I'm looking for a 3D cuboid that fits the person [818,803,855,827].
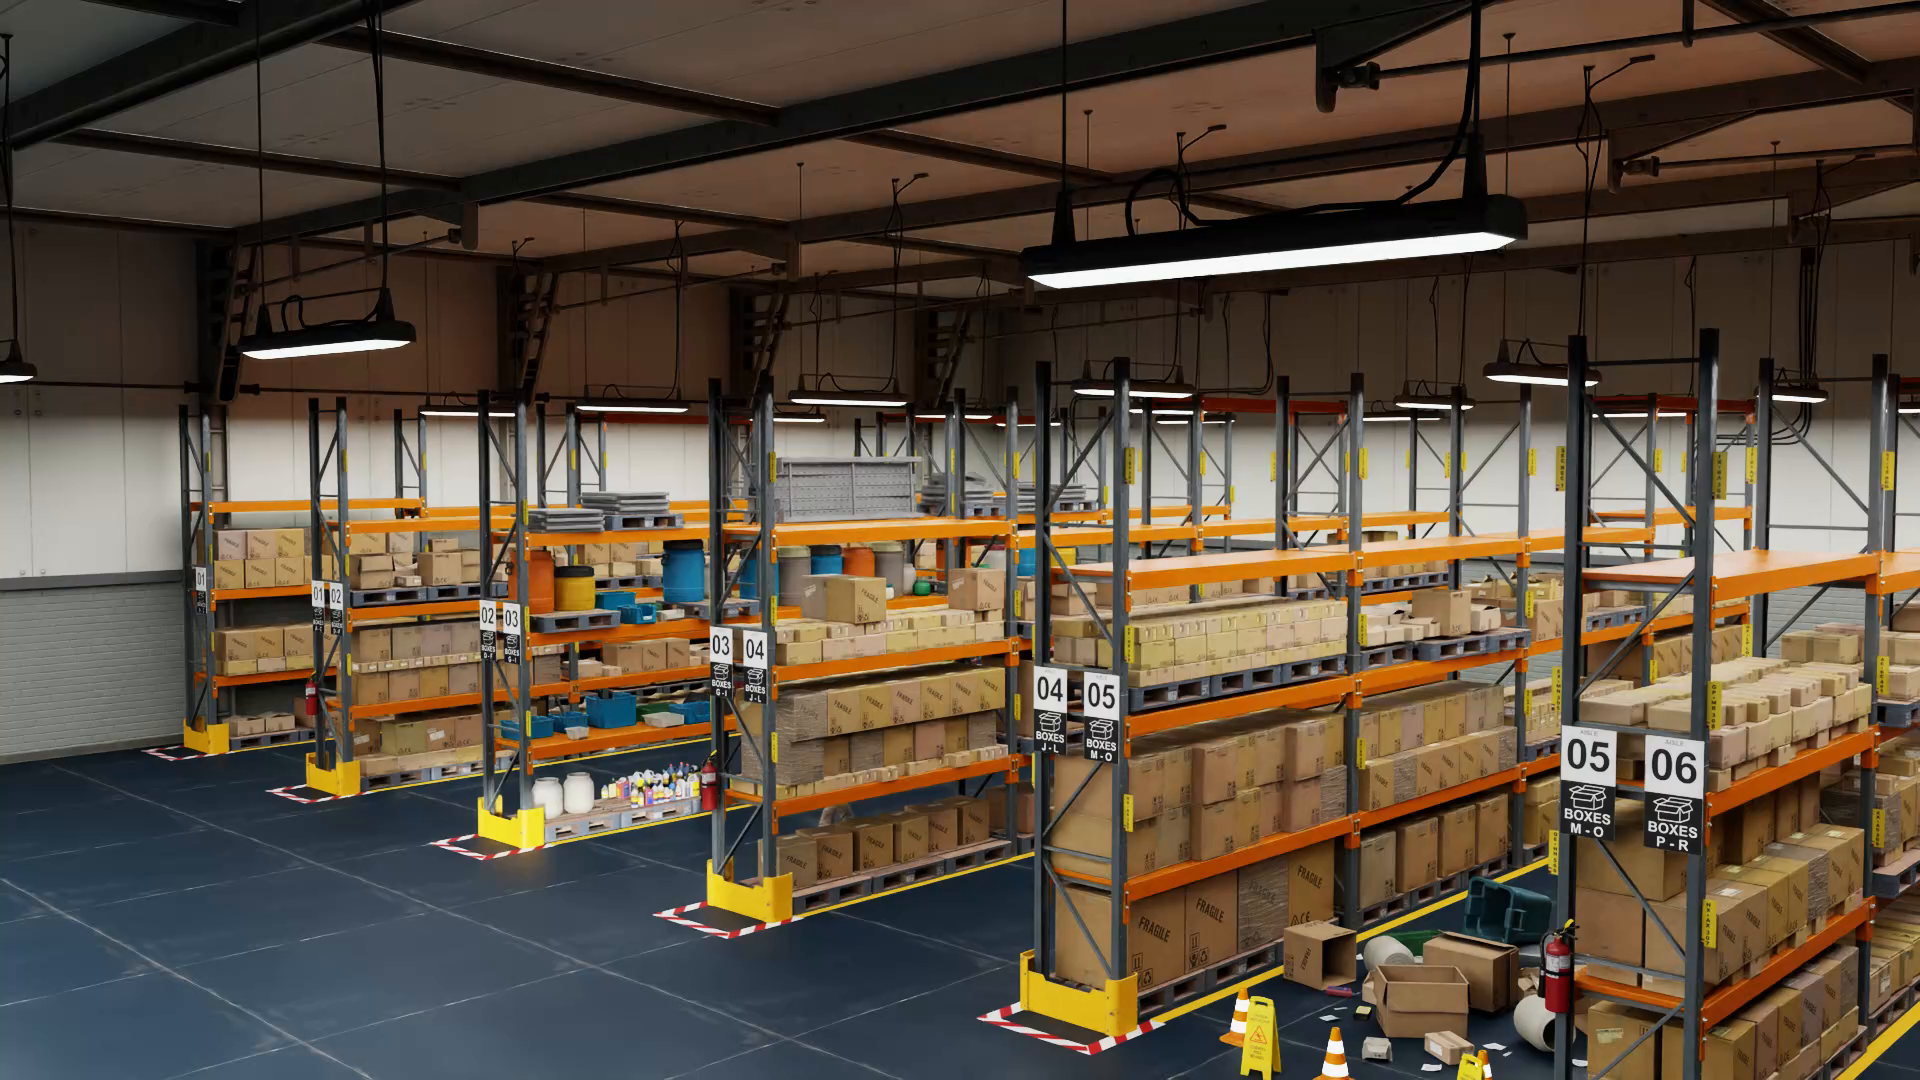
[{"bbox_3d":[-1.761,3.139,22.208,1.042,1.668,0.566,-3,4,-40],"label":"person"}]
